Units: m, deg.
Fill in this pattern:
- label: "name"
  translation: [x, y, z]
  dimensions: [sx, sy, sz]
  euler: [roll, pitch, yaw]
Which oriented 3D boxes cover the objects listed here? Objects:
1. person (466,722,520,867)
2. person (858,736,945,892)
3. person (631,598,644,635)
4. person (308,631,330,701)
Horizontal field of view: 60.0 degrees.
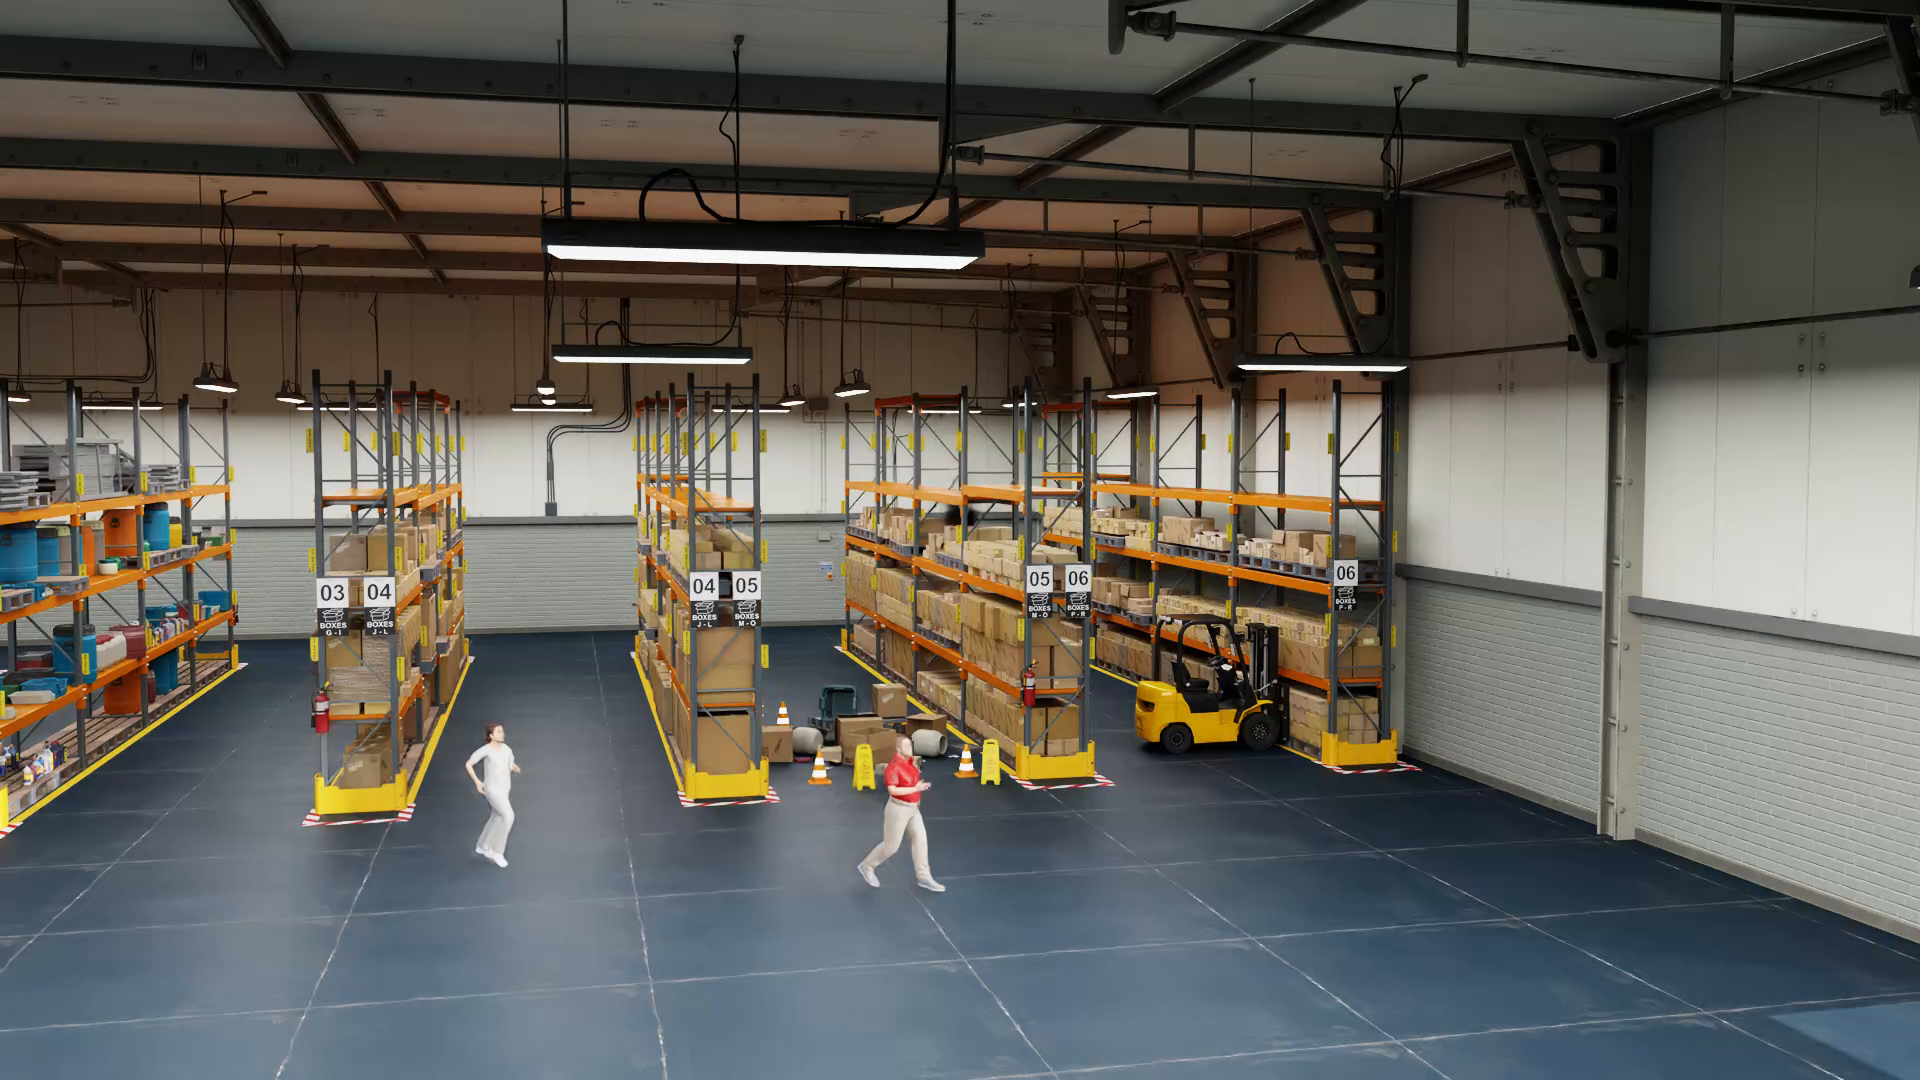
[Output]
- label: "person"
  translation: [-5.527, 3.023, 19.827]
  dimensions: [0.719, 1.705, 0.532]
  euler: [1, 4, 24]
- label: "person"
  translation: [-0.647, 3.031, 18.520]
  dimensions: [1.011, 1.707, 0.670]
  euler: [2, 4, 27]
- label: "person"
  translation: [-7.633, 1.875, 40.265]
  dimensions: [0.687, 1.704, 0.579]
  euler: [-3, 4, -38]
- label: "person"
  translation: [-11.983, 2.365, 31.564]
  dimensions: [0.750, 1.650, 0.715]
  euler: [-1, 3, -14]
